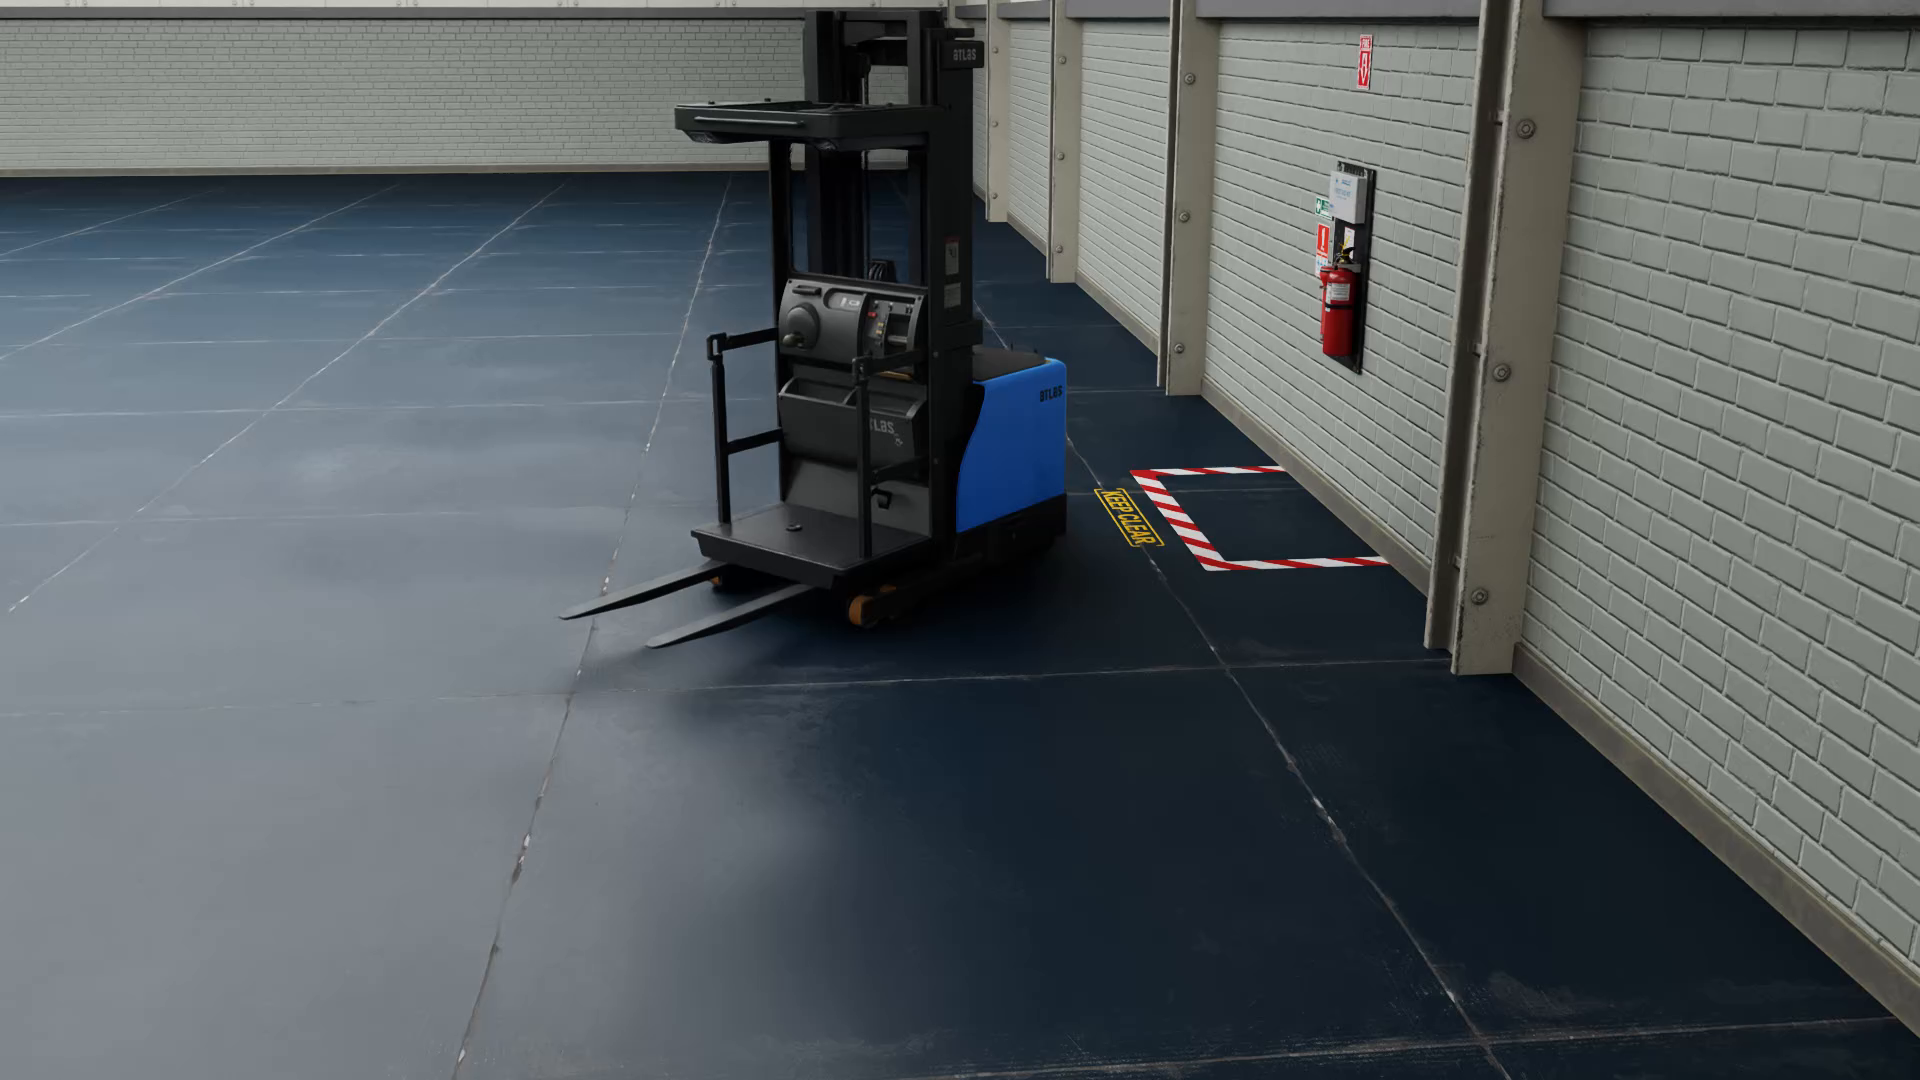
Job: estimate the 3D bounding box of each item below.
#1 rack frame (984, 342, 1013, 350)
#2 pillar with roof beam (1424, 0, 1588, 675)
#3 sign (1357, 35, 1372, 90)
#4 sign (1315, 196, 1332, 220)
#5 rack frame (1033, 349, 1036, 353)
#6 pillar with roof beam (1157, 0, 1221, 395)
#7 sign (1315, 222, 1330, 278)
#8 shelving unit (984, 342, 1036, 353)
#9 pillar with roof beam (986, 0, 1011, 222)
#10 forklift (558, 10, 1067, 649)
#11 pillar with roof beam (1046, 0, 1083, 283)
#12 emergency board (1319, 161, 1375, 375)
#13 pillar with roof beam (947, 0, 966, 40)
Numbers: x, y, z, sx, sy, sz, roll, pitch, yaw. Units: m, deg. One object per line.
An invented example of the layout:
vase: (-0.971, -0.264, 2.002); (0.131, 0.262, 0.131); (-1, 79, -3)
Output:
rack frame: (0.230, -0.663, 10.037); (0.200, 1.050, 0.008); (-11, 20, -30)
pillar with roof beam: (-1.862, -3.600, 6.120); (9.100, 9.000, 0.400); (-2, 18, -6)
sign: (2.302, -2.719, 9.461); (0.001, 0.298, 0.199); (-2, 18, -6)
sign: (2.241, -2.044, 10.236); (0.001, 0.109, 0.331); (-2, 18, -6)
rack frame: (0.359, -0.601, 9.839); (0.200, 1.050, 0.008); (-11, 20, -30)
pillar with roof beam: (-2.481, -5.387, 11.814); (9.100, 9.000, 0.400); (-2, 18, -6)
sign: (2.249, -1.793, 10.320); (0.001, 0.329, 0.234); (-2, 18, -6)
shelving unit: (0.295, -0.632, 9.938); (0.215, 1.050, 0.252); (-11, 20, -30)
pillar with roof beam: (-3.718, -8.963, 23.202); (9.100, 9.000, 0.400); (-2, 18, -6)
forklift: (-0.692, -1.124, 8.365); (1.130, 2.935, 3.031); (13, 22, 36)
pillar with roof beam: (-3.099, -7.175, 17.508); (9.100, 9.000, 0.400); (-2, 18, -6)
emergency board: (2.203, -1.608, 9.791); (0.194, 1.169, 0.643); (-2, 18, -6)
pillar with roof beam: (-4.337, -10.750, 28.896); (9.100, 9.000, 0.400); (-2, 18, -6)
